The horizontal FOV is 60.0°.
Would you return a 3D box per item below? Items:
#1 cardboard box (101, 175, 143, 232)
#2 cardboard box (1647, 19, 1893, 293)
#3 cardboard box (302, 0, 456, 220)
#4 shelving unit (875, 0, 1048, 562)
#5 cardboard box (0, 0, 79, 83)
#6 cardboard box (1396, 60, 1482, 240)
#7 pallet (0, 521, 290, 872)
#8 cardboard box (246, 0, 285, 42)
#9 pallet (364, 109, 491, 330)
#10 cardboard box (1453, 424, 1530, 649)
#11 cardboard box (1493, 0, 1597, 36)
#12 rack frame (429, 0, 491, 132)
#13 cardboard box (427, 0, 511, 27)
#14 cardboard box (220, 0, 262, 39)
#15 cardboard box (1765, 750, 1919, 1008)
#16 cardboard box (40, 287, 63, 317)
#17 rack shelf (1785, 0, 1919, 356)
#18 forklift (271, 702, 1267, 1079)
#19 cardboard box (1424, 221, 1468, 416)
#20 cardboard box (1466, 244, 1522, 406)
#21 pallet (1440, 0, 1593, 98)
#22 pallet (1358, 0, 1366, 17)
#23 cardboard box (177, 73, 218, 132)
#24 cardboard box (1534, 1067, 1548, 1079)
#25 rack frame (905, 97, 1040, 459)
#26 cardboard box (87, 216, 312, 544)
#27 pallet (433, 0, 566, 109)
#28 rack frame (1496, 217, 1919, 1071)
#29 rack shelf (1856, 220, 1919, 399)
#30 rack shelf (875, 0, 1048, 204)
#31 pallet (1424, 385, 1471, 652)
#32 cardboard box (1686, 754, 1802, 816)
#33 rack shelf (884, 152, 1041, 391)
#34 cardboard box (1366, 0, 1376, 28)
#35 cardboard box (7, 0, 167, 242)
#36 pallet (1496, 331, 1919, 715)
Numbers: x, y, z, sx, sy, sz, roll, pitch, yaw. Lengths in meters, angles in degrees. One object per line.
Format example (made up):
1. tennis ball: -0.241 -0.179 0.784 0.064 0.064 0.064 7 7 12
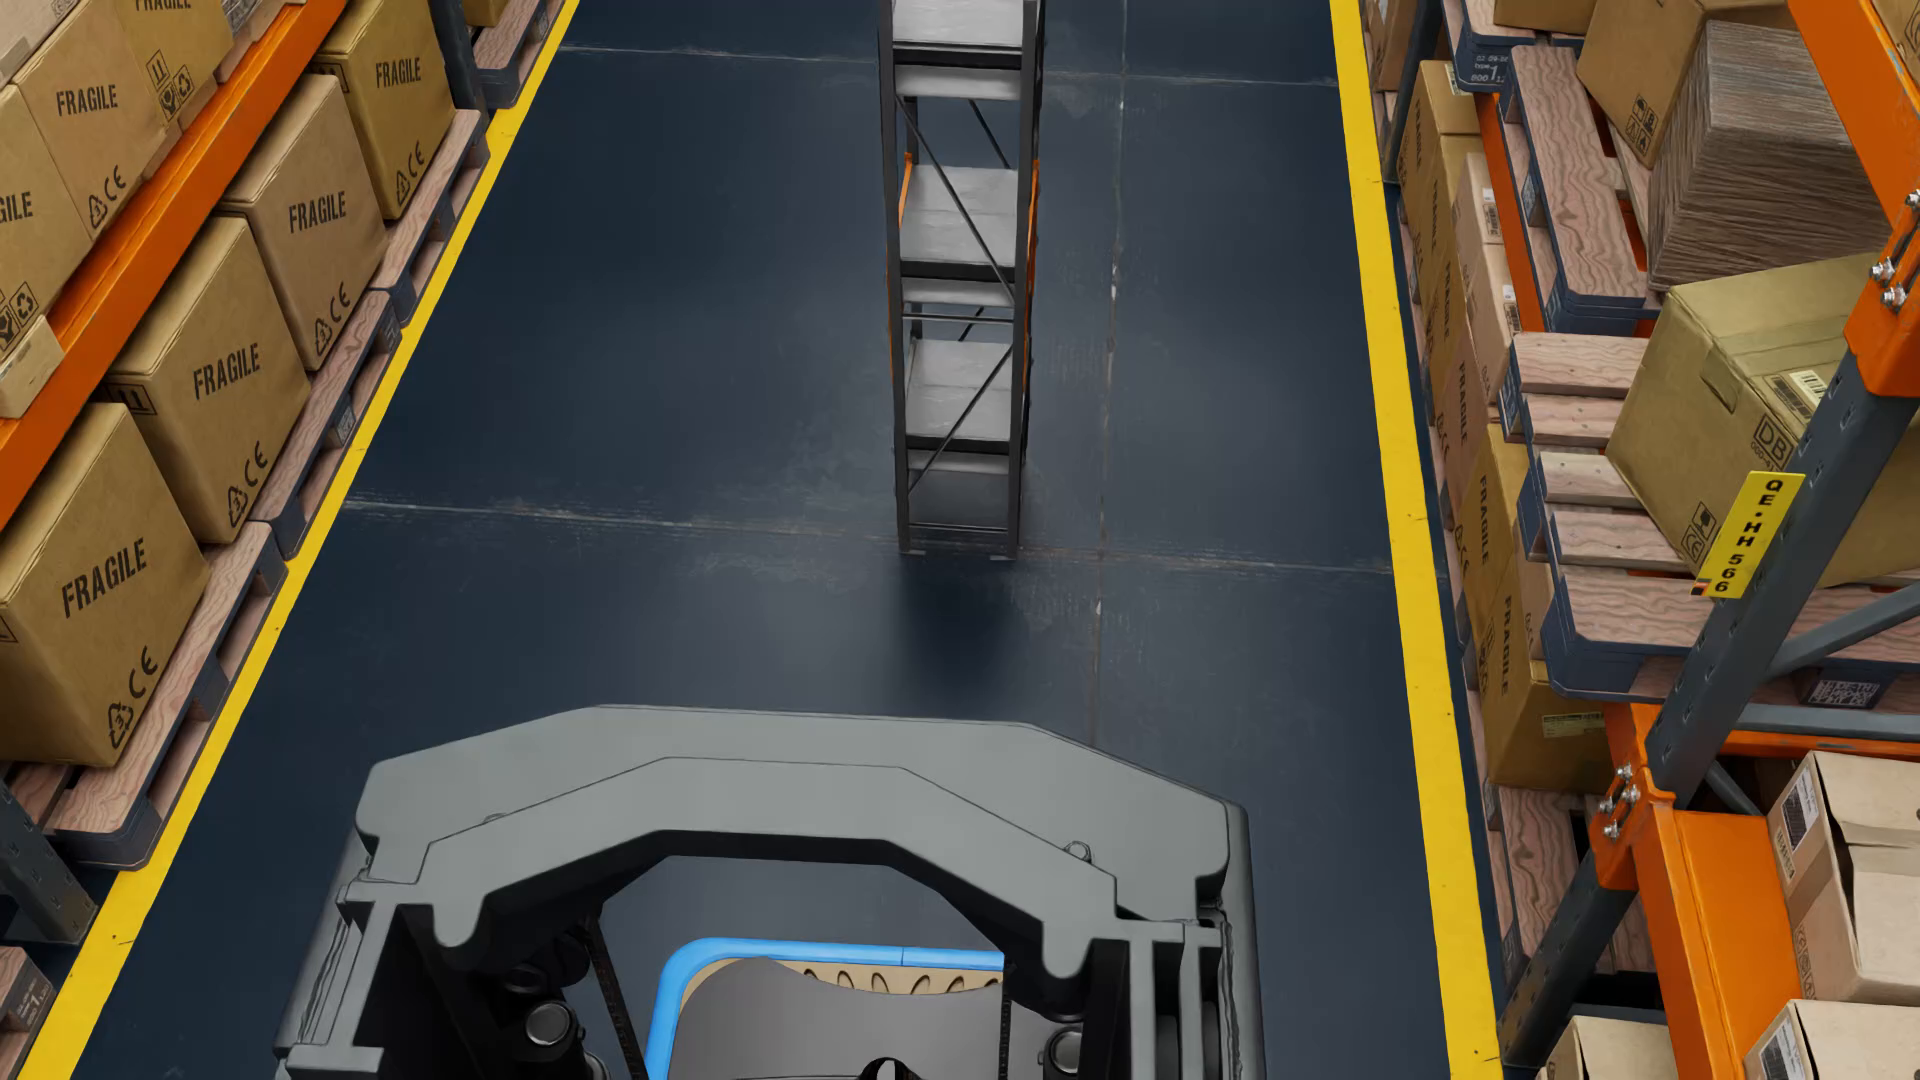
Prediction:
1. cardboard box: -2.627 -1.037 4.823 0.380 0.149 0.250 5 48 4
2. cardboard box: 2.175 -0.916 4.203 0.700 0.500 0.500 12 49 11
3. cardboard box: -2.542 -1.811 6.546 0.750 0.750 0.750 4 48 4
4. shelving unit: 0.015 -0.830 5.086 0.431 2.100 0.503 4 48 4
5. cardboard box: -2.589 -1.415 4.220 0.500 0.250 0.500 4 48 4
6. cardboard box: 2.035 -1.516 6.500 0.500 0.500 0.500 2 48 2
7. pallet: -2.830 0.425 5.218 1.003 0.211 1.213 4 48 4
8. cardboard box: -2.483 -1.788 5.509 0.380 0.149 0.250 4 48 4
9. pallet: -2.607 -1.368 6.858 1.003 0.211 1.213 4 48 4
10. cardboard box: 1.856 0.001 5.112 0.500 0.500 0.500 2 48 2
11. cardboard box: 2.056 -1.883 5.087 0.700 0.500 0.500 11 48 10
12. rack frame: -2.612 -2.881 6.352 1.000 3.000 0.127 4 48 4
13. cardboard box: -2.442 -2.722 7.616 0.700 0.500 0.500 4 48 4
14. cardboard box: -2.494 -1.922 5.192 0.500 0.500 0.500 4 48 4
15. cardboard box: 1.880 0.683 3.153 0.500 0.311 0.500 7 48 6
16. cardboard box: -2.676 -0.657 4.475 0.380 0.149 0.250 3 48 3
17. rack shelf: 2.139 -1.850 3.864 1.077 0.370 4.000 4 48 4
18. forklift: -0.204 1.686 2.222 1.130 2.935 3.031 2 48 2
19. cardboard box: 1.944 -0.757 5.805 0.500 0.500 0.500 4 48 4
20. cardboard box: 1.898 -0.666 5.214 0.500 0.250 0.500 3 48 3
21. pallet: 2.140 -1.906 5.590 1.003 0.211 1.213 4 48 4
22. pallet: 2.493 -3.013 8.363 1.003 0.211 1.213 4 48 4
23. cardboard box: -2.556 -1.410 5.164 0.380 0.149 0.250 5 48 5
24. cardboard box: 1.617 1.540 3.887 0.500 0.250 0.500 4 48 3
25. rack frame: 0.037 -1.010 5.250 0.400 2.100 0.015 4 48 4
26. cardboard box: -2.693 -0.533 5.377 0.750 0.750 0.750 4 48 3
27. pallet: -2.465 -2.493 7.887 1.003 0.211 1.213 4 48 4
28. rack frame: 1.957 0.389 3.362 1.000 3.000 0.127 4 48 4
29. rack shelf: 1.774 1.089 1.176 1.077 0.370 4.000 4 48 4
30. rack shelf: 0.015 -1.294 4.580 0.431 0.518 0.480 4 48 4
31. pallet: 2.176 -0.110 5.708 1.003 0.211 1.213 4 48 4
32. cardboard box: 2.283 0.769 4.410 0.500 0.500 0.500 6 48 5
33. rack shelf: 0.015 -0.821 5.097 0.431 0.518 0.480 4 48 4
34. cardboard box: 2.065 -2.454 7.596 0.380 0.149 0.250 4 48 4
35. cardboard box: -2.574 -1.171 4.505 0.500 0.500 0.500 4 48 3
36. pallet: 1.949 -0.049 3.892 1.213 0.211 1.003 4 48 4
